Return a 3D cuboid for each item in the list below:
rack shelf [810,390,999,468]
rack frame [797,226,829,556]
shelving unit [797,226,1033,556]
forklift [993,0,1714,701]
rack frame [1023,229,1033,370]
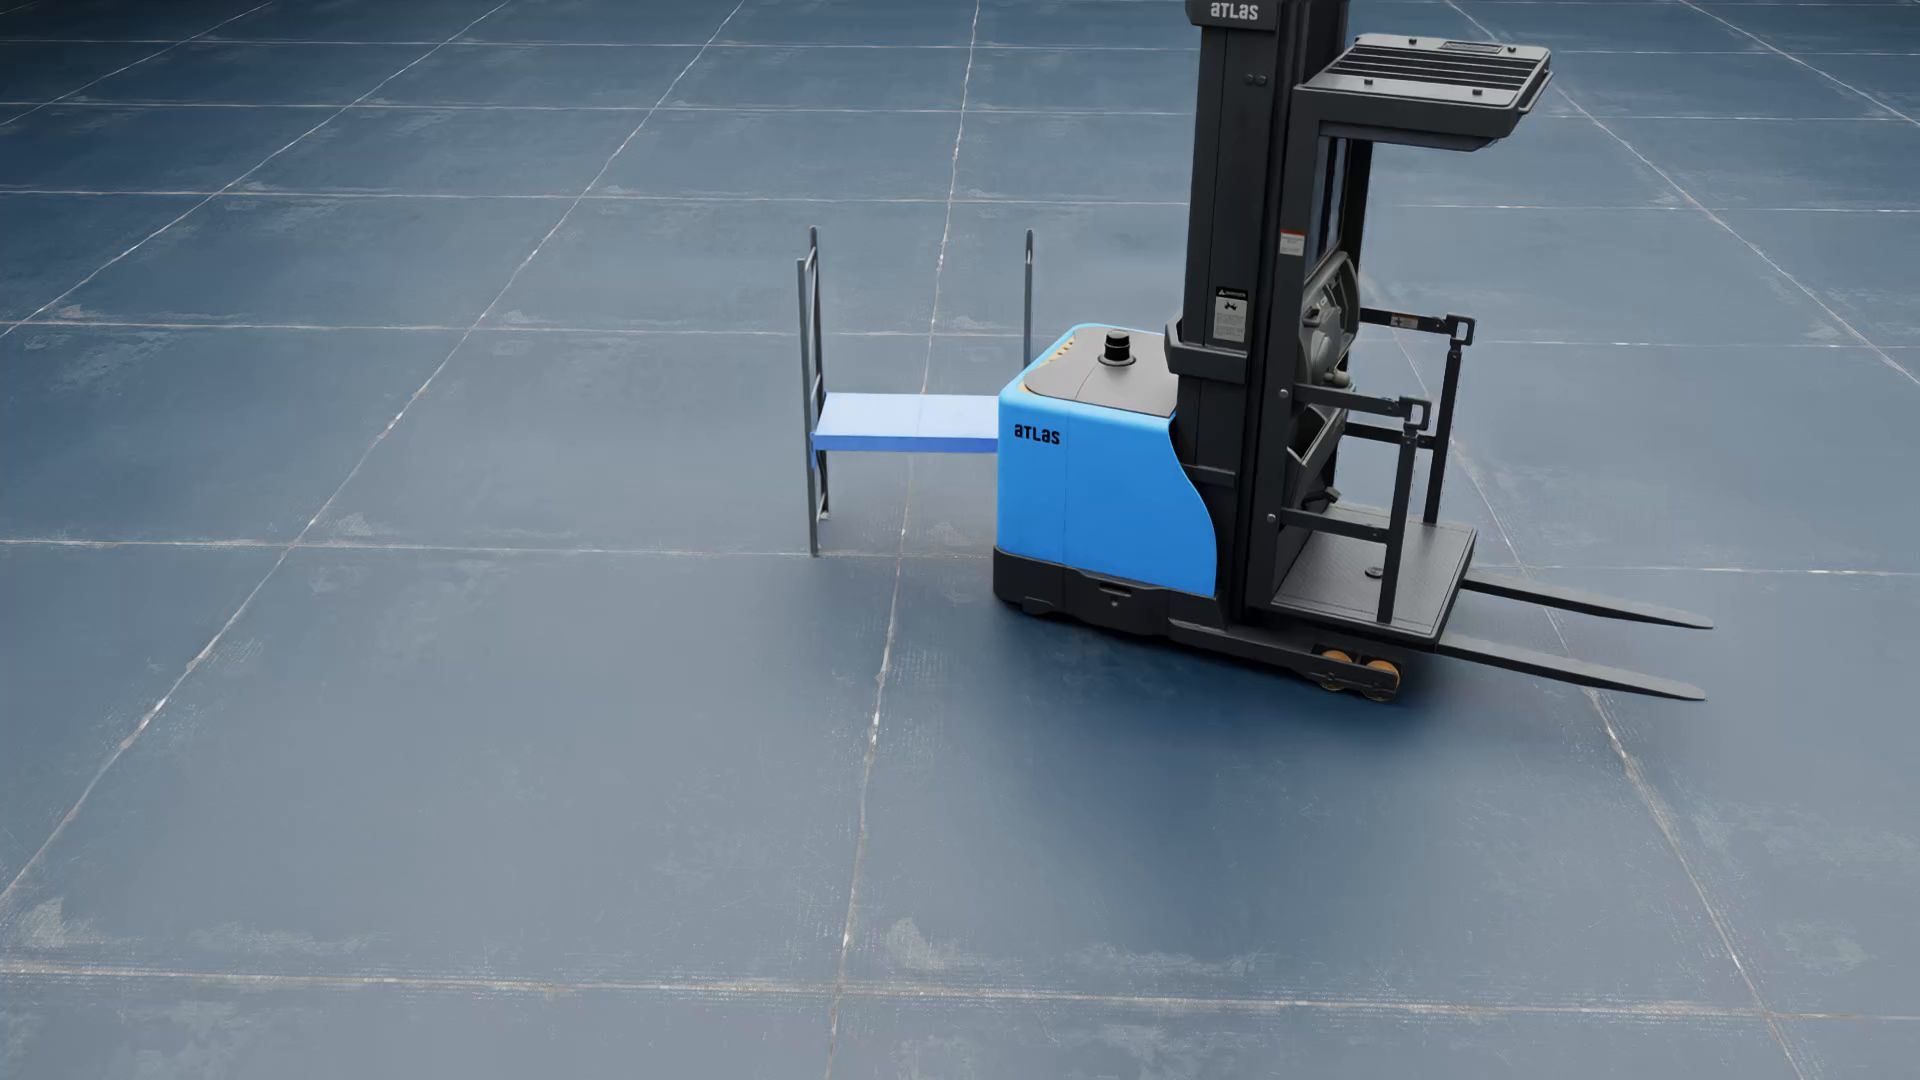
[{"bbox_3d":[-0.192,-0.531,8.035,1.000,0.185,0.538,1,28,2],"label":"rack shelf"},{"bbox_3d":[-0.700,-0.701,7.971,0.032,1.500,0.500,1,28,2],"label":"rack frame"},{"bbox_3d":[-0.192,-0.690,7.950,1.048,1.500,0.538,1,28,2],"label":"shelving unit"},{"bbox_3d":[1.712,-0.903,6.825,3.031,2.935,1.130,12,30,22],"label":"forklift"},{"bbox_3d":[0.316,-0.679,7.930,0.032,1.500,0.500,1,28,2],"label":"rack frame"}]
